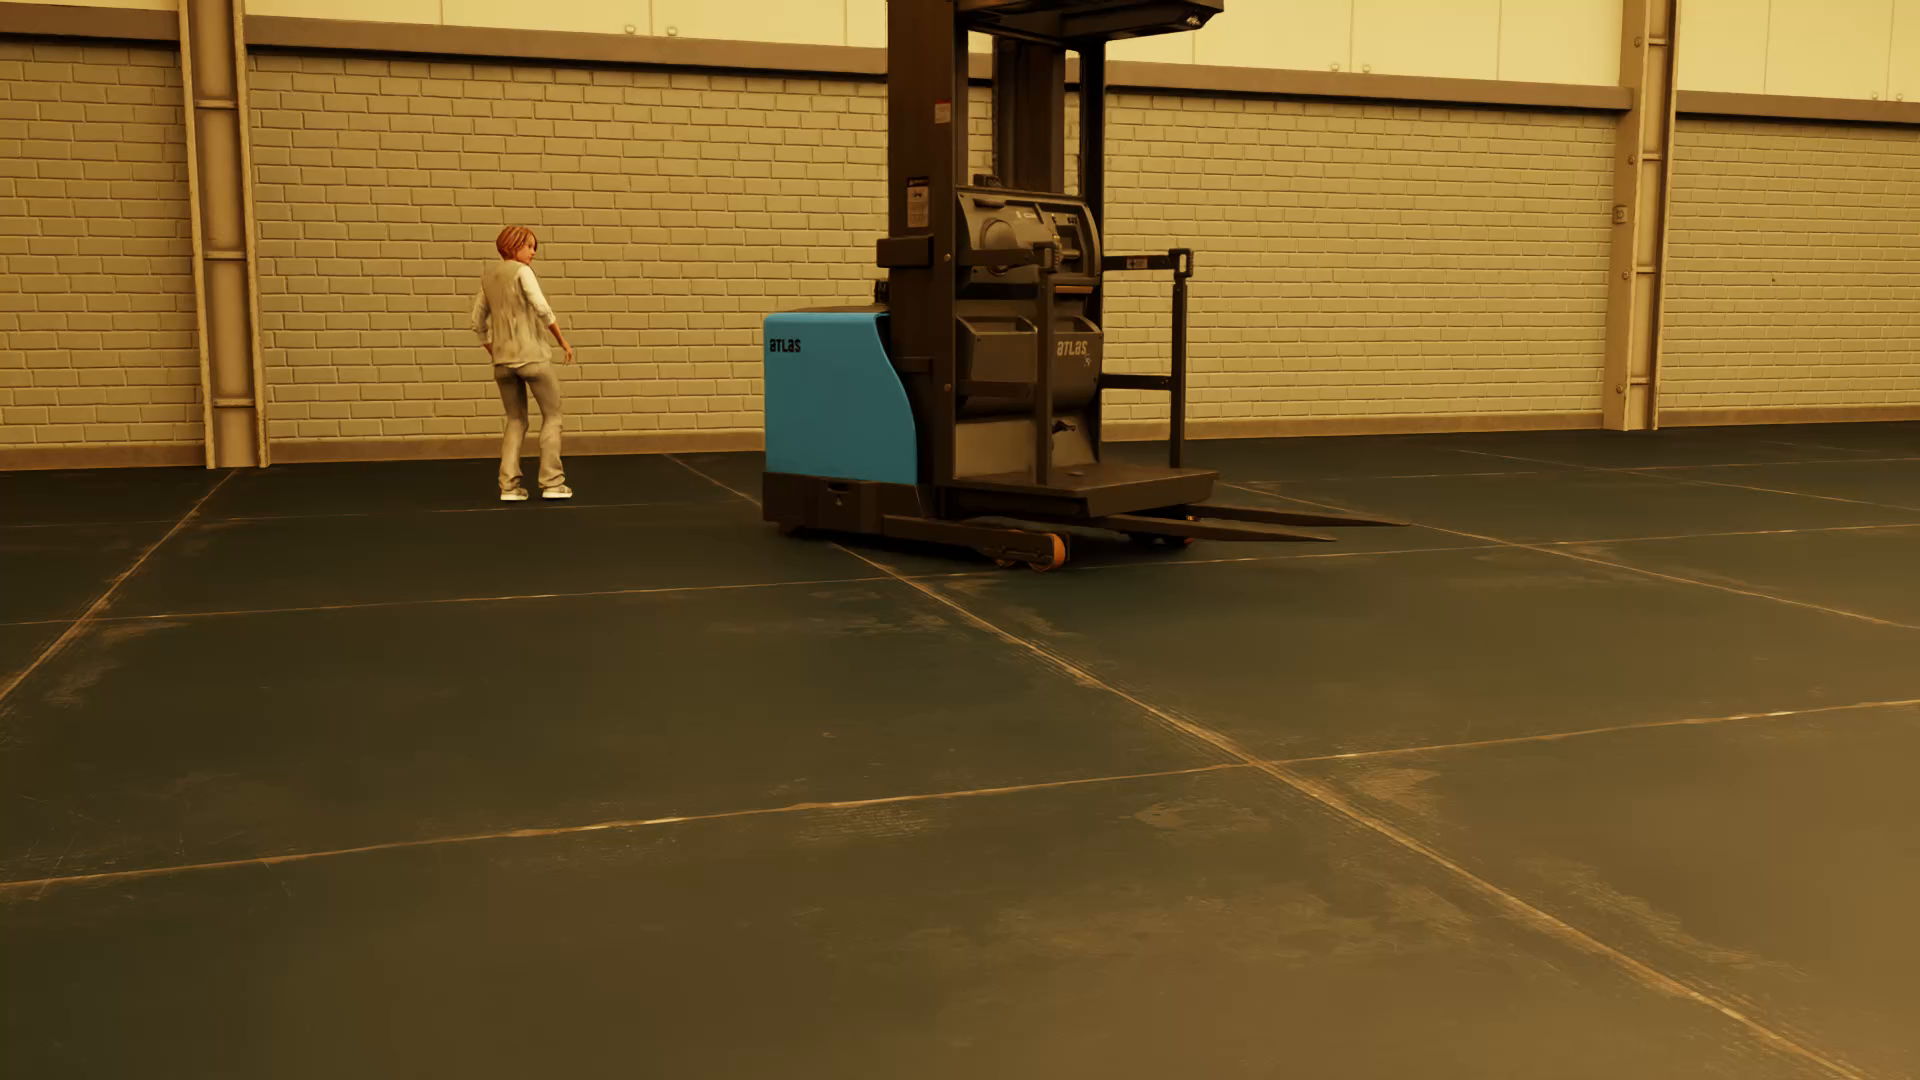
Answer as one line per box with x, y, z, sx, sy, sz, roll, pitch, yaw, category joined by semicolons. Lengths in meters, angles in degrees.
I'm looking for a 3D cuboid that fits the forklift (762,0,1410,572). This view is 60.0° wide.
0.476;-1.399;7.335;3.031;2.935;1.130;7;10;41;forklift

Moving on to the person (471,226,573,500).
-2.511;-1.008;9.551;0.611;1.573;0.446;3;8;23;person
